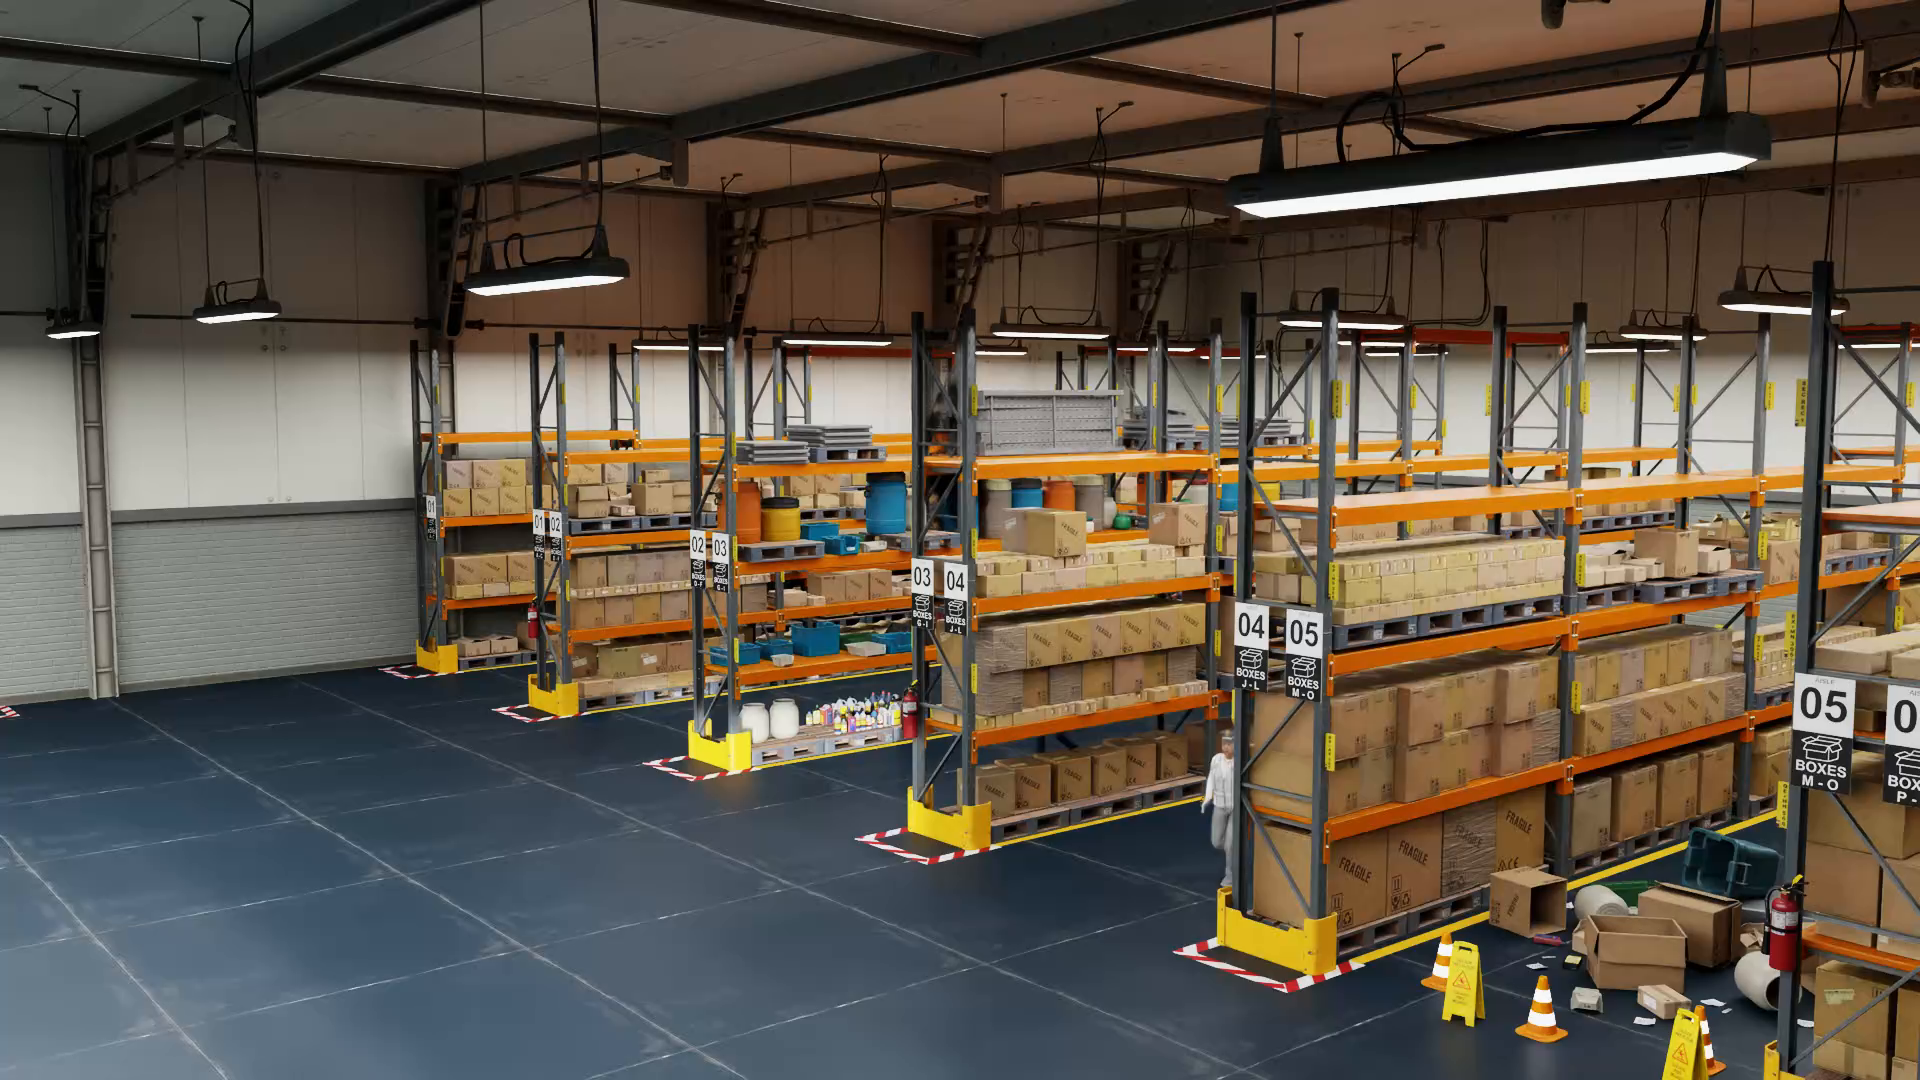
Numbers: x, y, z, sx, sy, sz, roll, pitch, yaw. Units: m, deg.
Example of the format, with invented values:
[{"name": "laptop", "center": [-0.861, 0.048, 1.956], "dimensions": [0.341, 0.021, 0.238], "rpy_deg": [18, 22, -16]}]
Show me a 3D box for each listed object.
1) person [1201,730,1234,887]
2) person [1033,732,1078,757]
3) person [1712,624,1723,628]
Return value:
[{"name": "person", "center": [2.820, 2.759, 17.292], "dimensions": [0.584, 1.644, 0.581], "rpy_deg": [4, 6, 35]}, {"name": "person", "center": [1.231, 2.296, 22.174], "dimensions": [0.883, 1.594, 0.531], "rpy_deg": [-5, 7, -43]}, {"name": "person", "center": [10.808, 2.101, 23.748], "dimensions": [0.889, 1.793, 0.704], "rpy_deg": [-4, 7, -37]}]
